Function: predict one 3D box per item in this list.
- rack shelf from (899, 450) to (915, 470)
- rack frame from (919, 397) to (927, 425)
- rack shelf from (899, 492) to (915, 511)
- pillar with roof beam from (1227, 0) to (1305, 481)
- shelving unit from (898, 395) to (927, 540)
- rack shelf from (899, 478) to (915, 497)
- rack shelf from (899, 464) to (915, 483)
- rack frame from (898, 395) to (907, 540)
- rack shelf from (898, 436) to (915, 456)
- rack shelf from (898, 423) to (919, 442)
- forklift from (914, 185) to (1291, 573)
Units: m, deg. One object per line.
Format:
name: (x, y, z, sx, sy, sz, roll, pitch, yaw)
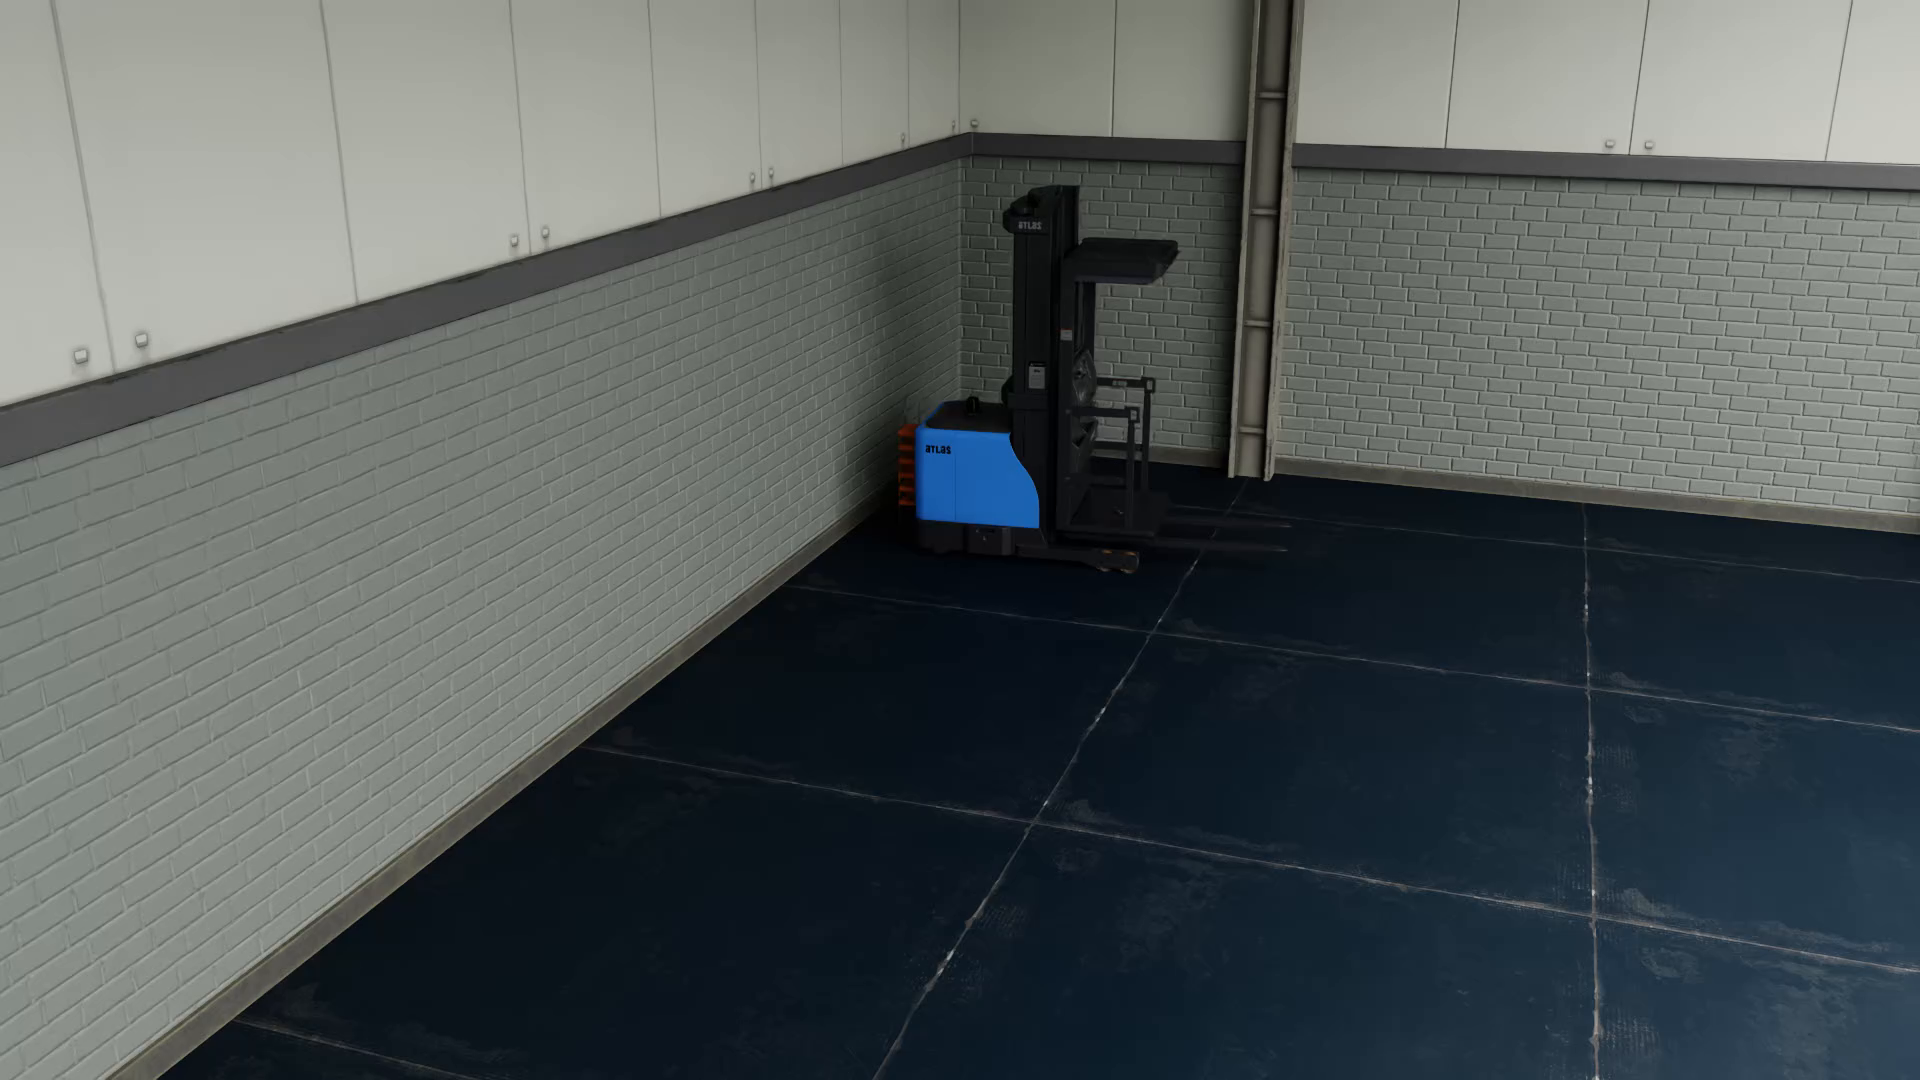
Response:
rack shelf: (-0.394, -0.667, 13.938, 0.180, 0.103, 0.258, 4, 20, 13)
rack frame: (-0.305, -0.589, 13.943, 0.006, 1.200, 0.240, 4, 20, 13)
rack shelf: (-0.394, -0.327, 14.056, 0.180, 0.103, 0.258, 4, 20, 13)
pillar with roof beam: (1.363, -3.534, 10.545, 0.400, 9.000, 9.100, 7, 20, 18)
shelving unit: (-0.394, -0.596, 13.962, 0.189, 1.200, 0.258, 4, 20, 13)
rack shelf: (-0.394, -0.440, 14.017, 0.180, 0.103, 0.258, 4, 20, 13)
rack shelf: (-0.394, -0.554, 13.977, 0.180, 0.103, 0.258, 4, 20, 13)
rack frame: (-0.483, -0.603, 13.982, 0.006, 1.200, 0.240, 4, 20, 13)
rack shelf: (-0.394, -0.780, 13.898, 0.180, 0.103, 0.258, 4, 20, 13)
rack shelf: (-0.394, -0.894, 13.859, 0.180, 0.103, 0.258, 4, 20, 13)
forklift: (1.193, -1.312, 13.387, 3.031, 2.935, 1.130, 4, 20, 13)
